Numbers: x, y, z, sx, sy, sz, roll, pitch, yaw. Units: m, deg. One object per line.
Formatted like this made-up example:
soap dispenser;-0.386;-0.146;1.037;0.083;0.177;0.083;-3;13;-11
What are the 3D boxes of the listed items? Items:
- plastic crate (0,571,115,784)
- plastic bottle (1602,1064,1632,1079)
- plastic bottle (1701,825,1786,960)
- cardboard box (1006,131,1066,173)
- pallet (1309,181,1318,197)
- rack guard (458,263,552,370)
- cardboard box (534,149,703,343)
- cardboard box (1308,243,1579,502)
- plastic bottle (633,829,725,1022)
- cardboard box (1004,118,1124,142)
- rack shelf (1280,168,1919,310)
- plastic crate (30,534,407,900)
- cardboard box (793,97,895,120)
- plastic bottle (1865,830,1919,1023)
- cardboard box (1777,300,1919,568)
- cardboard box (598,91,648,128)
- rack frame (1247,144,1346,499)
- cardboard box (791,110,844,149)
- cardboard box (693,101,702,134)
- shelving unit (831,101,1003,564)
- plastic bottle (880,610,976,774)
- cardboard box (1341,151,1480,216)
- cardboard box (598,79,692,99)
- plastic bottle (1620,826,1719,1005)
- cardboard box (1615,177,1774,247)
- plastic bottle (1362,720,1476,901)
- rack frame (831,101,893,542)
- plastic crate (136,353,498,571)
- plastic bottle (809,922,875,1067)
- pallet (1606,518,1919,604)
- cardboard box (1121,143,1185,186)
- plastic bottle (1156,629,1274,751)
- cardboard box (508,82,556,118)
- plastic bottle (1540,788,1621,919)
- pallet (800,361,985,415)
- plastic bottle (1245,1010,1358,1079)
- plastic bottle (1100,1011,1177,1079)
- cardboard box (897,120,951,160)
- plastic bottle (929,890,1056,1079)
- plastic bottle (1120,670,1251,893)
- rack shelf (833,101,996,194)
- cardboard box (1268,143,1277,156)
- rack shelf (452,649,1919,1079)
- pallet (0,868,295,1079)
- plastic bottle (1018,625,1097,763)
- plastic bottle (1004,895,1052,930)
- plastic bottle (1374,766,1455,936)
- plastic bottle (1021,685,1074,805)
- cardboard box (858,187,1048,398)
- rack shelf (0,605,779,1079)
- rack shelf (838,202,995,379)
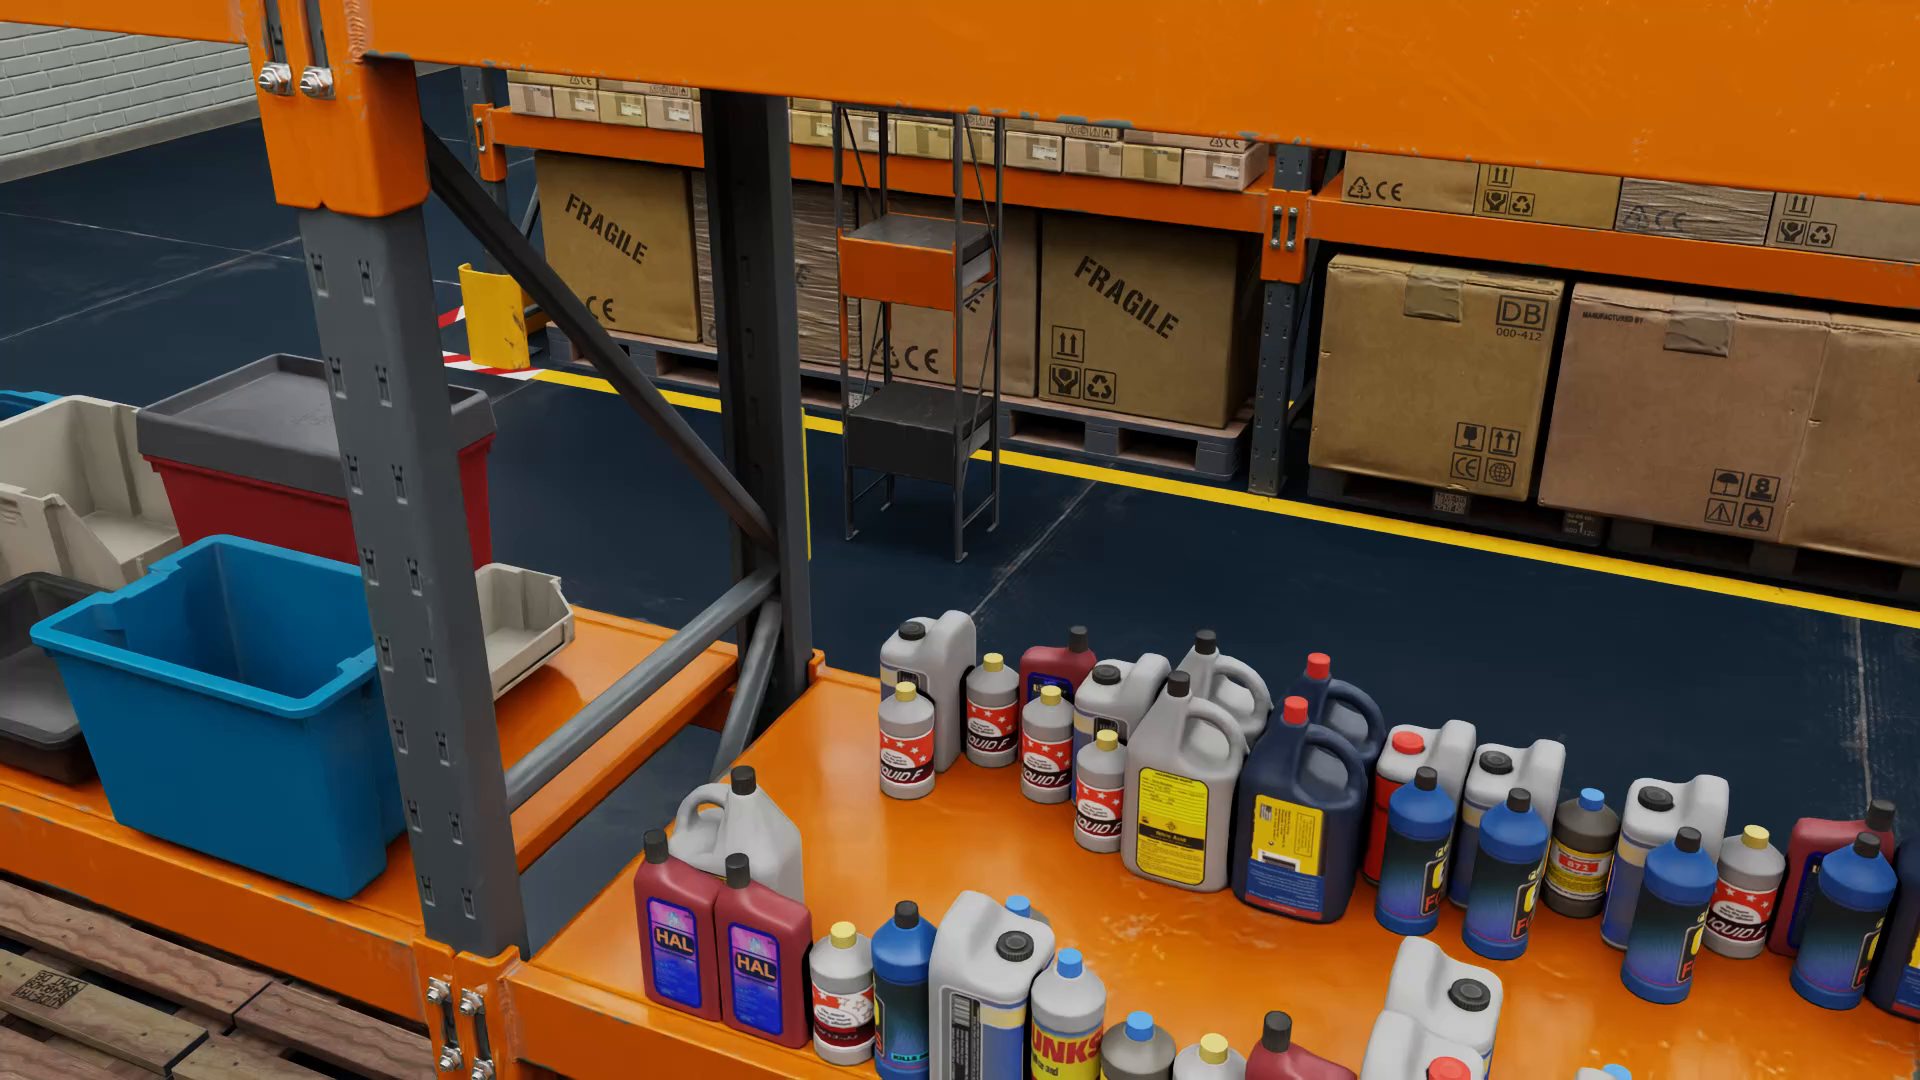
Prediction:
plastic crate;-1.681;0.256;3.077;0.590;0.125;0.437;11;28;22
plastic bottle;0.802;0.741;2.073;0.097;0.201;0.097;0;26;0
plastic bottle;1.184;0.524;2.515;0.097;0.201;0.097;0;26;0
cardboard box;0.384;-1.687;7.066;0.250;0.149;0.380;12;29;23
pallet;3.019;-2.569;11.728;1.213;0.211;1.003;11;28;22
rack guard;-2.164;-1.349;8.925;0.348;0.500;1.175;11;28;22
cardboard box;-1.526;-1.617;8.568;0.875;0.875;0.875;11;28;22
cardboard box;2.090;-0.861;7.034;0.875;0.875;1.225;11;28;22
plastic bottle;-0.394;0.547;2.375;0.133;0.283;0.061;11;28;22
cardboard box;0.517;-1.870;6.986;0.500;0.250;0.500;12;29;23
rack shelf;3.320;-1.047;6.295;4.000;0.370;1.077;11;28;22
plastic crate;-1.117;0.288;2.718;0.575;0.384;0.392;11;28;22
cardboard box;-0.408;-2.057;7.366;0.500;0.250;0.500;11;28;21
plastic bottle;1.424;0.516;2.361;0.185;0.351;0.144;11;28;22
cardboard box;3.713;-0.540;6.380;0.875;0.875;1.225;11;28;22
cardboard box;-1.488;-2.063;7.829;0.250;0.149;0.380;11;28;21
rack frame;1.499;-1.735;6.878;0.127;3.000;1.000;11;28;22
cardboard box;-0.554;-1.875;7.448;0.250;0.149;0.380;11;28;21
cardboard box;-1.019;-1.969;7.638;0.250;0.149;0.380;11;28;21
shelving unit;-0.151;-0.972;6.348;0.503;2.100;0.431;11;28;22
plastic bottle;-0.058;0.254;2.978;0.135;0.276;0.152;11;28;22
cardboard box;1.815;-1.595;6.481;0.500;0.500;0.500;11;28;22
cardboard box;-1.341;-2.244;7.745;0.500;0.250;0.500;11;28;21
plastic bottle;1.032;0.536;2.412;0.097;0.271;0.097;0;26;0
cardboard box;2.728;-1.412;6.109;0.500;0.500;0.500;11;28;21
plastic bottle;0.733;0.413;2.655;0.135;0.276;0.152;11;28;22
rack frame;-0.373;-1.017;6.438;0.015;2.100;0.400;11;28;22
plastic crate;-1.260;-0.063;3.342;0.583;0.464;0.402;11;28;22
plastic bottle;-0.160;0.622;2.315;0.097;0.201;0.097;0;26;0
pallet;3.348;-0.151;6.817;1.213;0.211;1.003;11;28;22
cardboard box;0.851;-1.594;6.875;0.250;0.149;0.380;12;29;23
plastic bottle;0.421;0.315;2.770;0.185;0.351;0.144;11;28;22
cardboard box;-1.955;-2.156;8.018;0.250;0.149;0.380;12;29;22
plastic bottle;0.973;0.481;2.601;0.097;0.201;0.097;0;26;0
pallet;-0.275;-0.877;8.292;1.213;0.211;1.003;11;28;22
plastic bottle;0.415;0.710;2.045;0.133;0.283;0.061;11;28;22
plastic bottle;0.229;0.700;2.157;0.097;0.201;0.097;0;26;0
cardboard box;-0.084;-1.781;7.256;0.250;0.149;0.380;11;28;21
plastic bottle;0.046;0.617;2.242;0.135;0.276;0.152;11;28;22
plastic bottle;0.362;0.373;2.652;0.185;0.351;0.144;11;28;22
rack shelf;-0.151;-1.588;6.045;0.480;0.518;0.431;11;28;22
cardboard box;1.368;-1.810;7.315;0.250;0.149;0.380;11;28;22
rack shelf;1.270;0.945;2.249;4.000;0.370;1.077;11;28;22
pallet;-2.351;1.166;4.143;1.213;0.211;1.003;11;28;22
plastic bottle;0.171;0.275;2.928;0.133;0.283;0.061;11;28;22
plastic bottle;0.081;0.597;2.367;0.097;0.201;0.097;0;26;0
plastic bottle;0.699;0.469;2.548;0.097;0.271;0.097;0;26;0
plastic bottle;0.155;0.347;2.875;0.097;0.201;0.097;0;26;0
cardboard box;0.113;-1.288;7.900;0.875;0.875;0.875;11;28;22
rack shelf;-2.371;0.213;3.735;4.000;0.370;1.077;11;28;22
rack shelf;-0.151;-0.960;6.354;0.480;0.518;0.431;11;28;22
